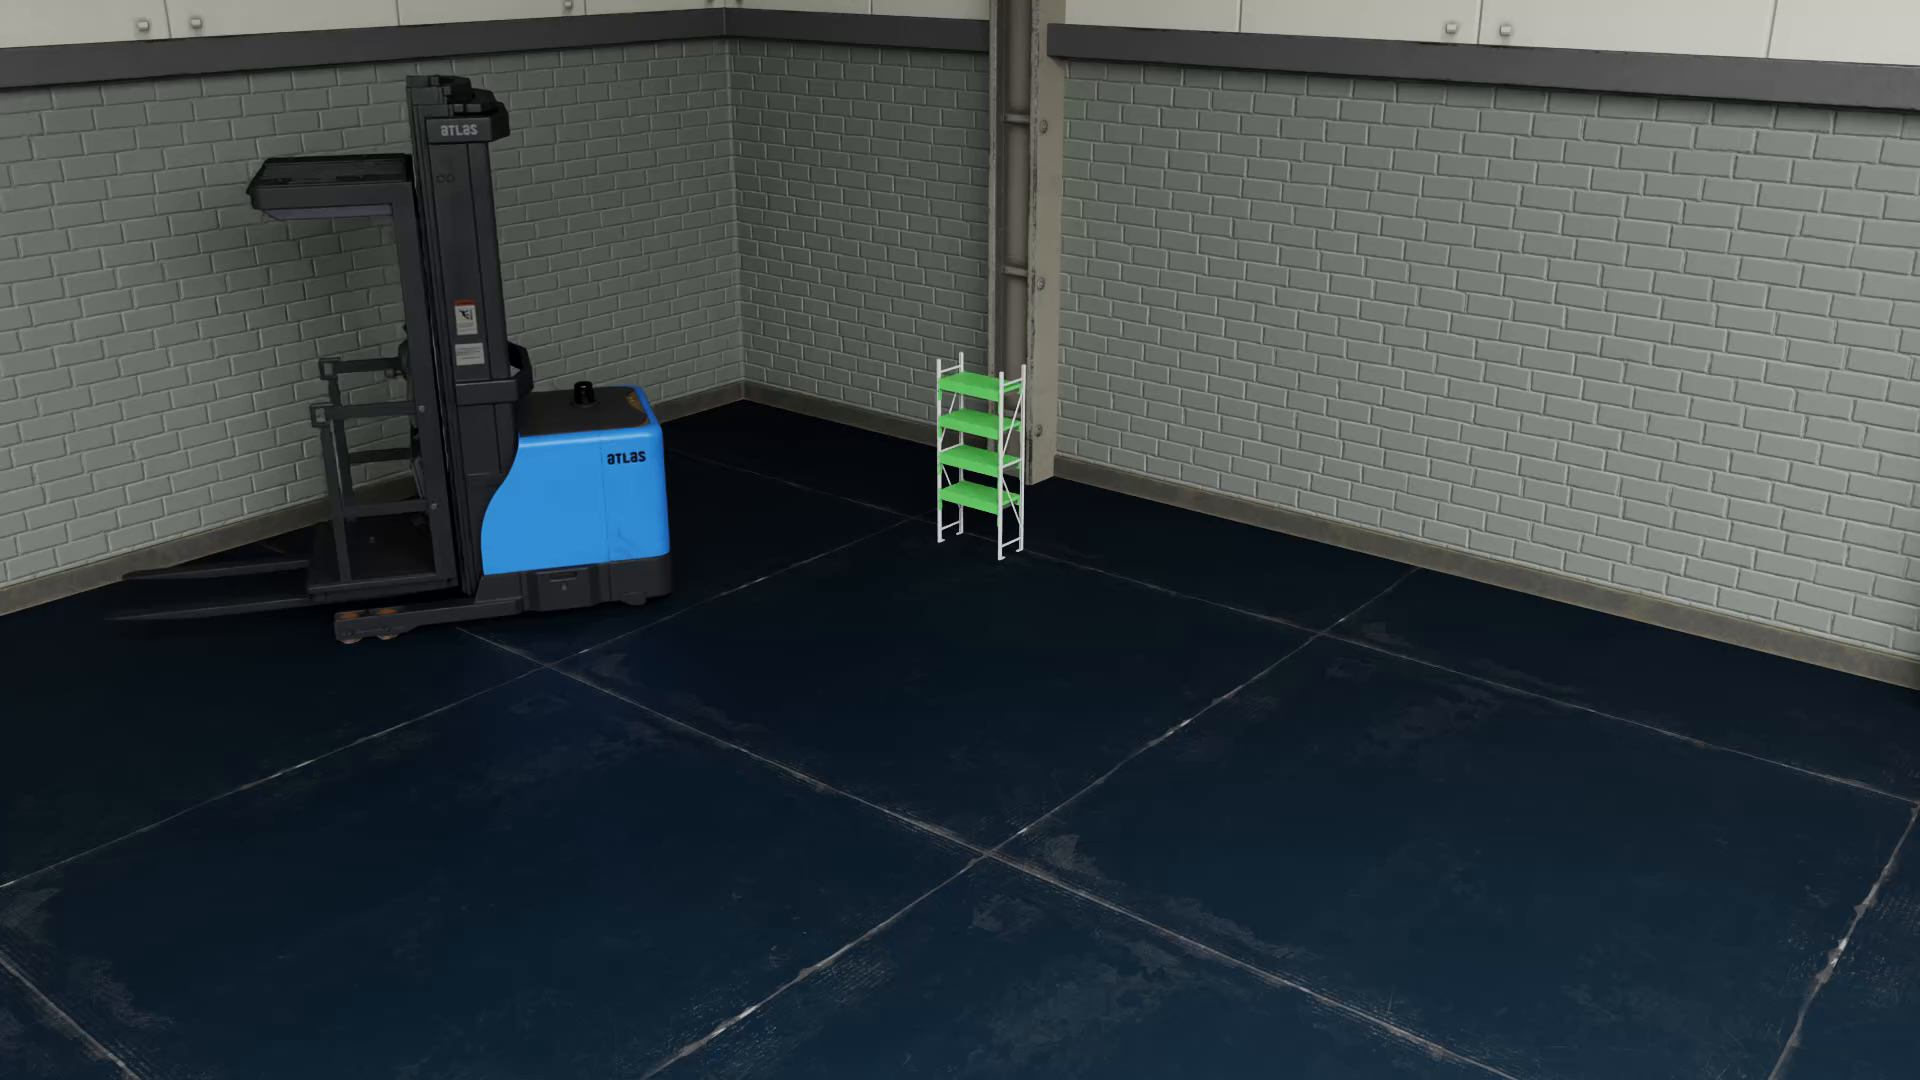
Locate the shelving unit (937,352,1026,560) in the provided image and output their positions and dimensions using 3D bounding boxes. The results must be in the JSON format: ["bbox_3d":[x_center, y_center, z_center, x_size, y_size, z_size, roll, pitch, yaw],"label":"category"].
[{"bbox_3d":[0.128,-0.524,10.359,0.503,1.200,0.258,16,26,36],"label":"shelving unit"}]

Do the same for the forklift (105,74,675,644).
[{"bbox_3d":[-3.238,-1.009,9.191,3.031,2.935,1.130,-6,22,-16],"label":"forklift"}]

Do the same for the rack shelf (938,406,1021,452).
[{"bbox_3d":[0.128,-0.689,10.296,0.480,0.148,0.258,16,26,36],"label":"rack shelf"}]

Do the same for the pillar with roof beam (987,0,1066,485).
[{"bbox_3d":[-2.284,-3.504,7.206,0.400,9.000,9.100,16,26,36],"label":"pillar with roof beam"}]

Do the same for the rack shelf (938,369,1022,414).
[{"bbox_3d":[0.128,-0.914,10.212,0.480,0.148,0.258,16,26,36],"label":"rack shelf"}]

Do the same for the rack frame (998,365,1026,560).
[{"bbox_3d":[0.317,-0.470,10.214,0.015,1.200,0.240,16,26,36],"label":"rack frame"}]

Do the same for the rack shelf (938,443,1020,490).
[{"bbox_3d":[0.128,-0.465,10.381,0.480,0.148,0.258,16,26,36],"label":"rack shelf"}]

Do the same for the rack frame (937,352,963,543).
[{"bbox_3d":[-0.061,-0.579,10.503,0.015,1.200,0.240,16,26,36],"label":"rack frame"}]

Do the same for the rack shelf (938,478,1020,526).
[{"bbox_3d":[0.128,-0.240,10.466,0.480,0.148,0.258,16,26,36],"label":"rack shelf"}]
